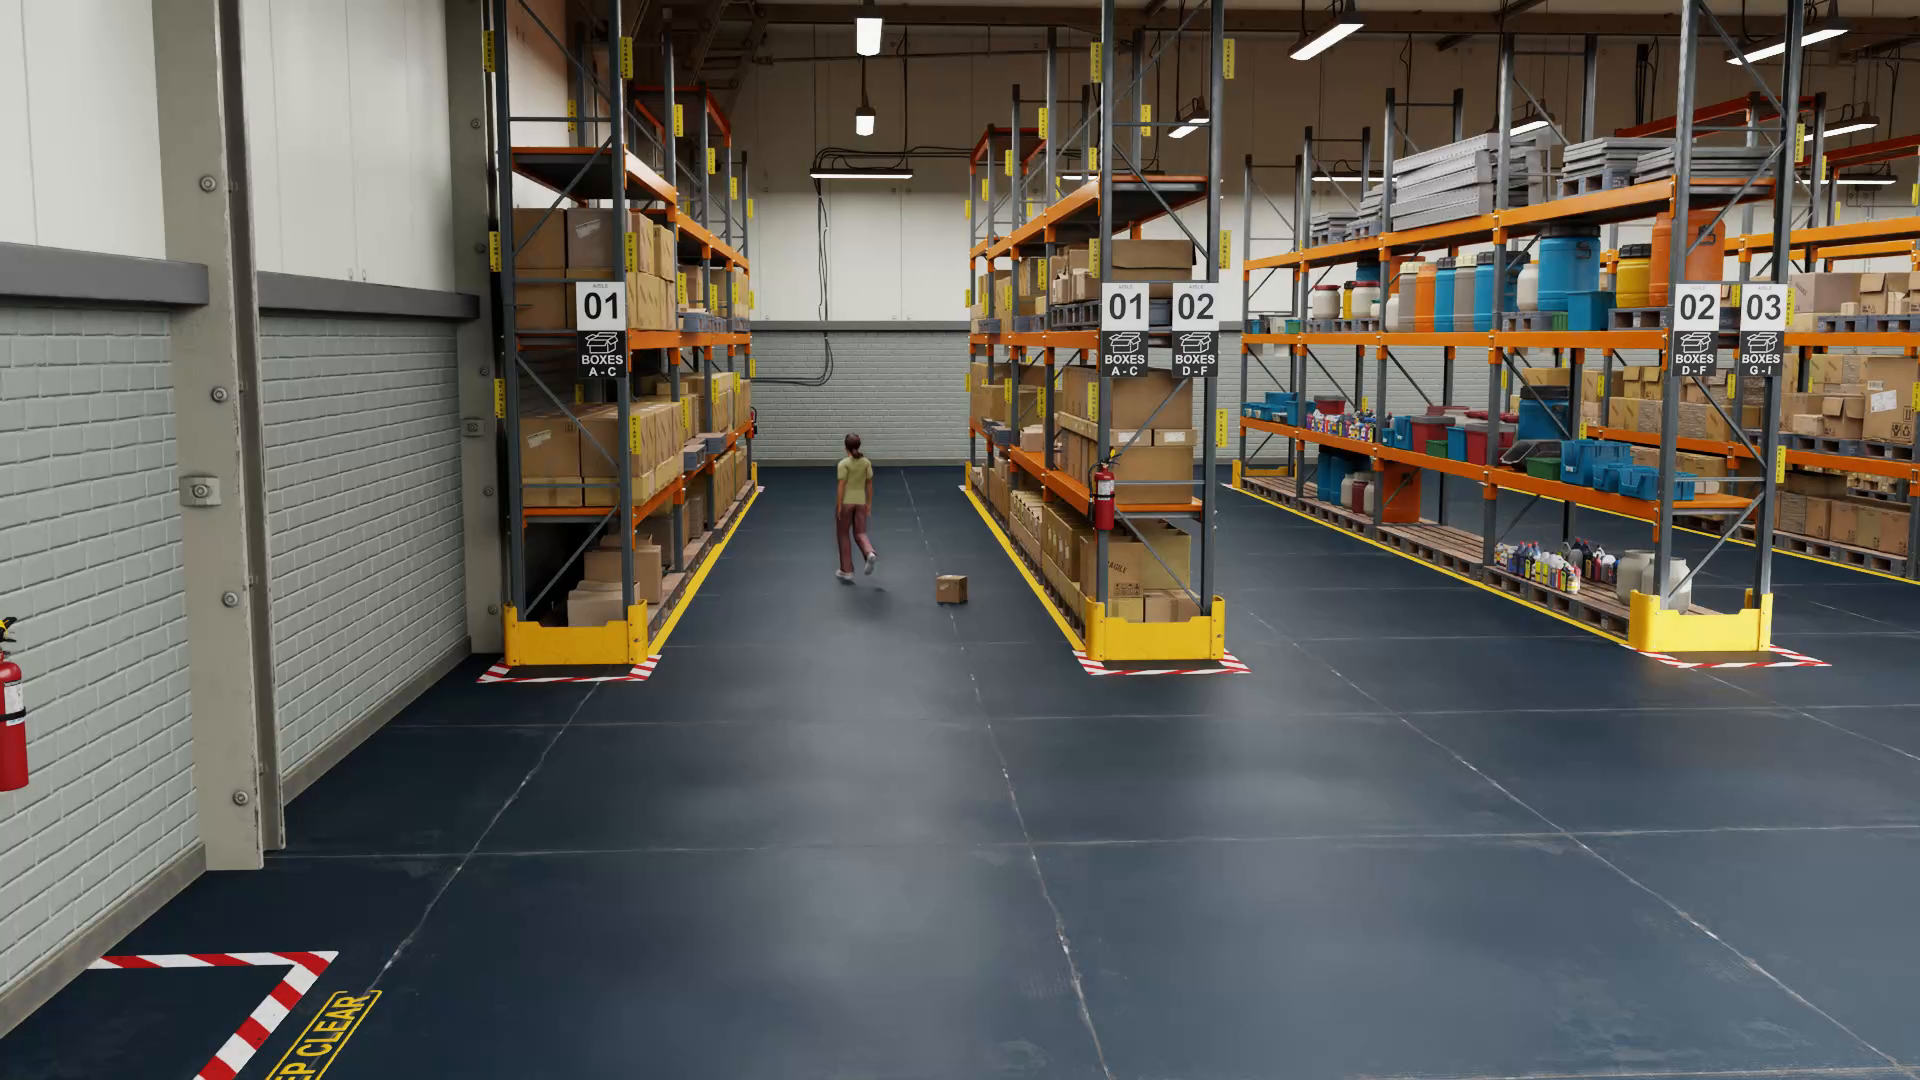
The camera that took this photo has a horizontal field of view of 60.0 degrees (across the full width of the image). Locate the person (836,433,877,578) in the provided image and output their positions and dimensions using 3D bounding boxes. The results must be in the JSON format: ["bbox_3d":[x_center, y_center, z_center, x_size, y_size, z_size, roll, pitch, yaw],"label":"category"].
[{"bbox_3d":[-1.183,-0.378,18.738,0.449,1.652,0.702,-4,8,-29],"label":"person"}]
